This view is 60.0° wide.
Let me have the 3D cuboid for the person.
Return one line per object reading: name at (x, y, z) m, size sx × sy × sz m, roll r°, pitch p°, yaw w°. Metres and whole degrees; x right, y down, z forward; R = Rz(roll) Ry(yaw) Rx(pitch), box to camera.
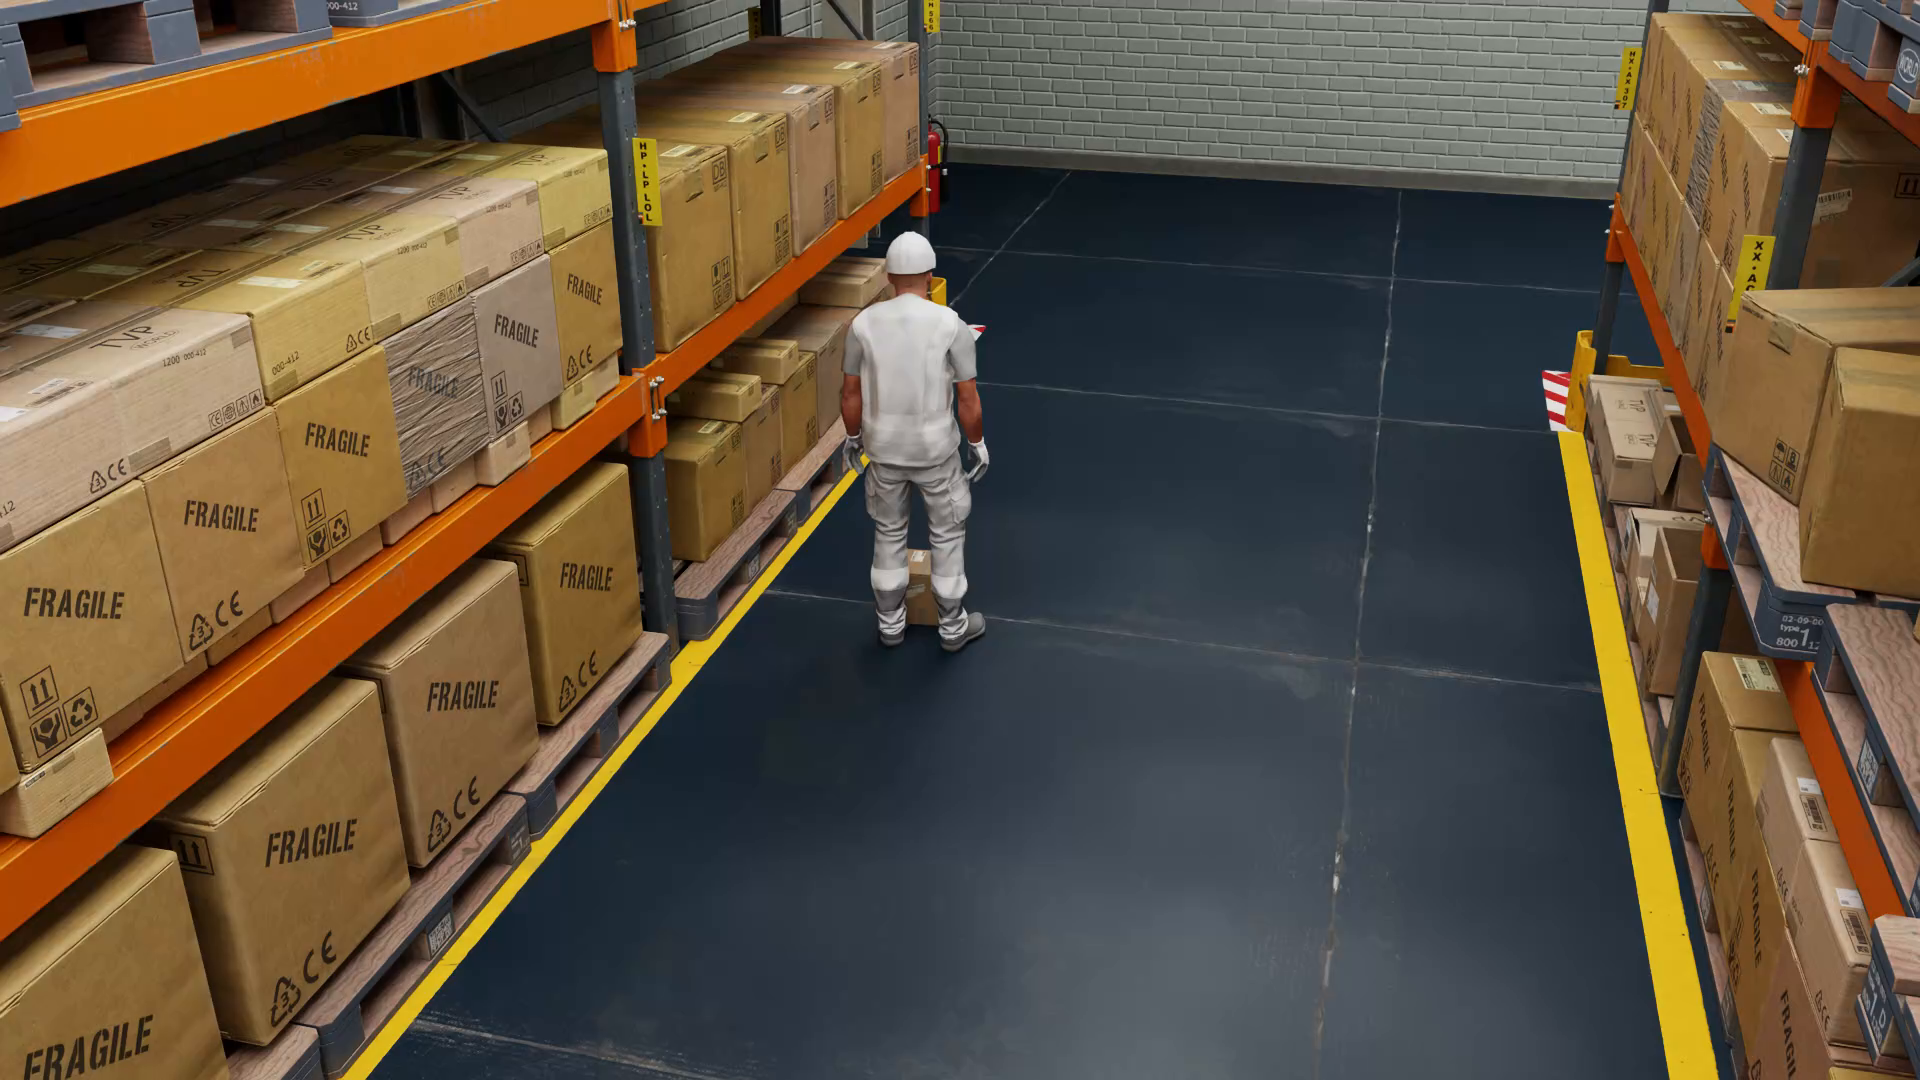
person at (-0.190, -0.386, 6.913) m, size 0.623 × 1.780 × 0.448 m, roll 5°, pitch 26°, yaw 11°
